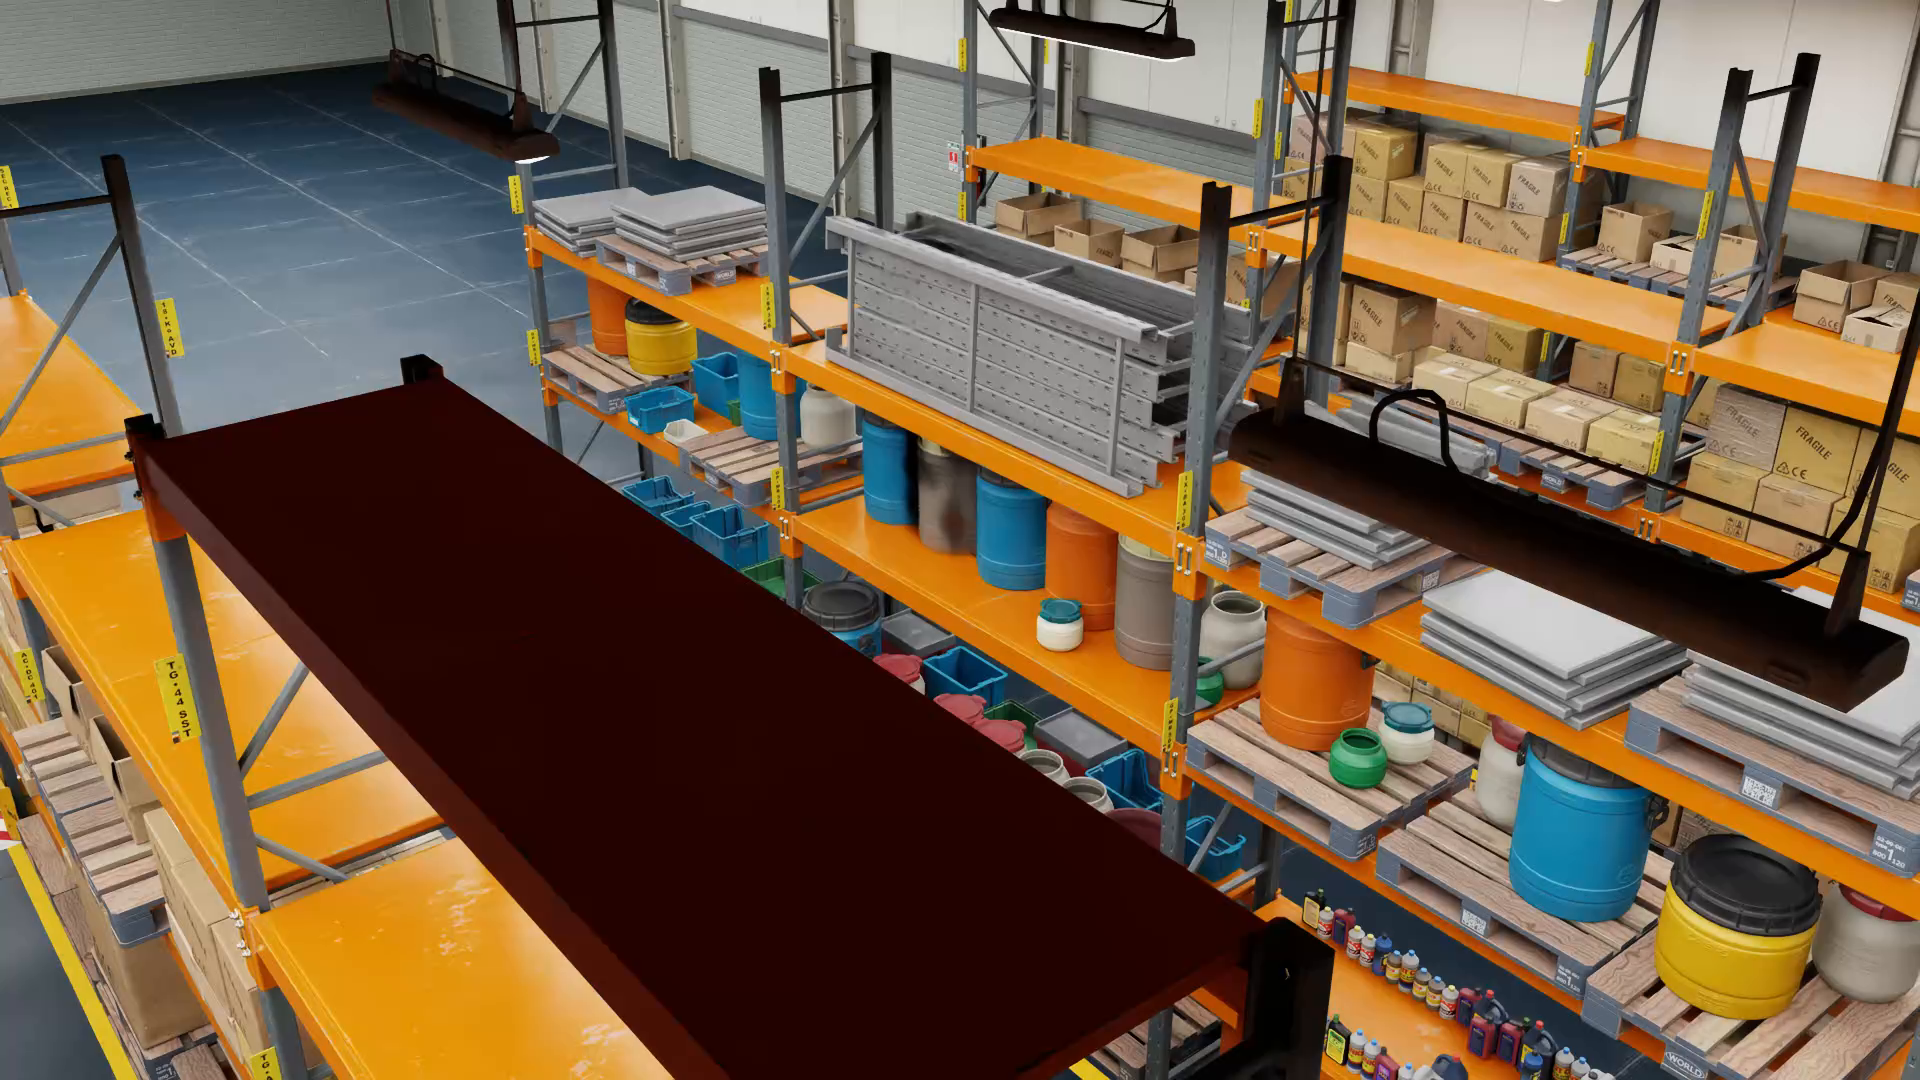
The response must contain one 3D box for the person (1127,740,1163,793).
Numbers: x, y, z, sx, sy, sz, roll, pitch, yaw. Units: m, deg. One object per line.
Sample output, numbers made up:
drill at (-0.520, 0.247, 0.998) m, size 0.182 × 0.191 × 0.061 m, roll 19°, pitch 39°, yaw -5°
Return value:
person at (1.495, 1.796, 12.765) m, size 0.712 × 1.613 × 1.110 m, roll -13°, pitch 29°, yaw -25°
